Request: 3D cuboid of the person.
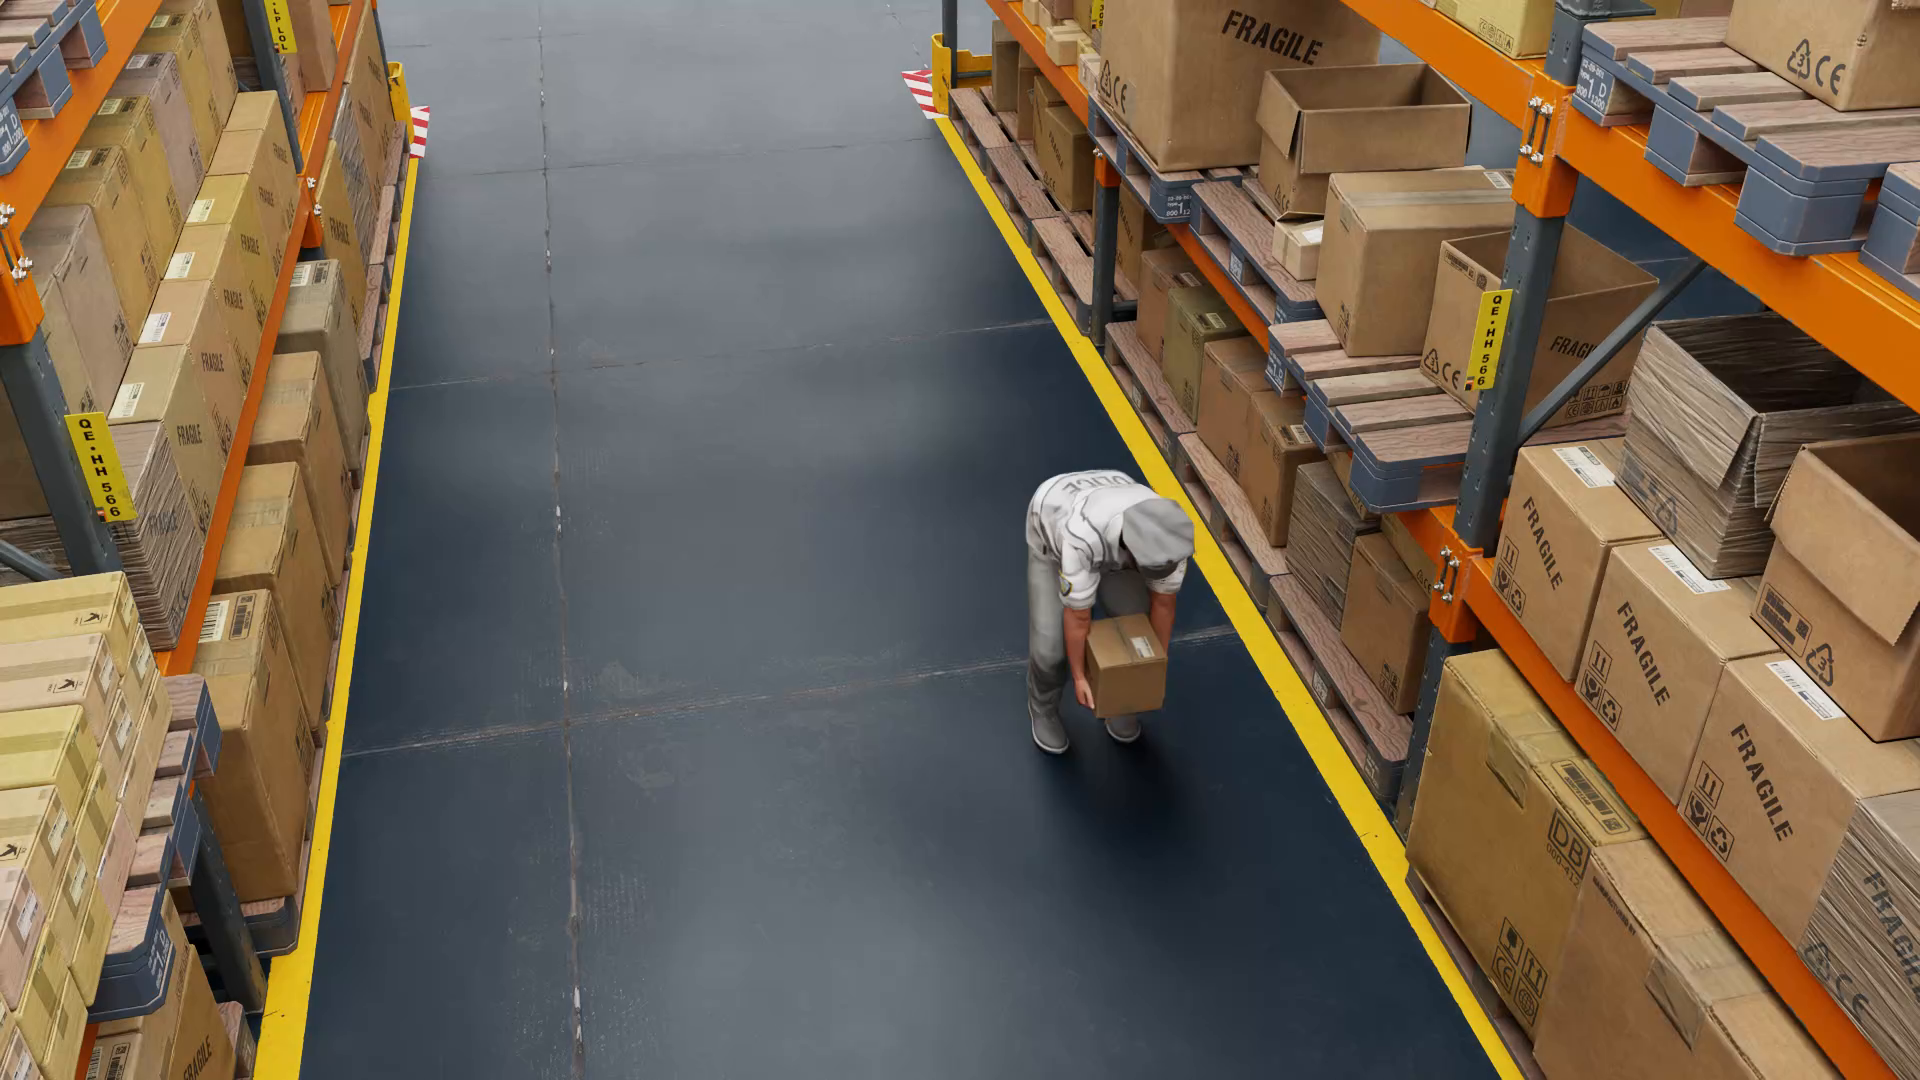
[{"bbox_3d":[0.536,0.280,6.067,0.492,1.372,0.973,-8,35,-12],"label":"person"}]
